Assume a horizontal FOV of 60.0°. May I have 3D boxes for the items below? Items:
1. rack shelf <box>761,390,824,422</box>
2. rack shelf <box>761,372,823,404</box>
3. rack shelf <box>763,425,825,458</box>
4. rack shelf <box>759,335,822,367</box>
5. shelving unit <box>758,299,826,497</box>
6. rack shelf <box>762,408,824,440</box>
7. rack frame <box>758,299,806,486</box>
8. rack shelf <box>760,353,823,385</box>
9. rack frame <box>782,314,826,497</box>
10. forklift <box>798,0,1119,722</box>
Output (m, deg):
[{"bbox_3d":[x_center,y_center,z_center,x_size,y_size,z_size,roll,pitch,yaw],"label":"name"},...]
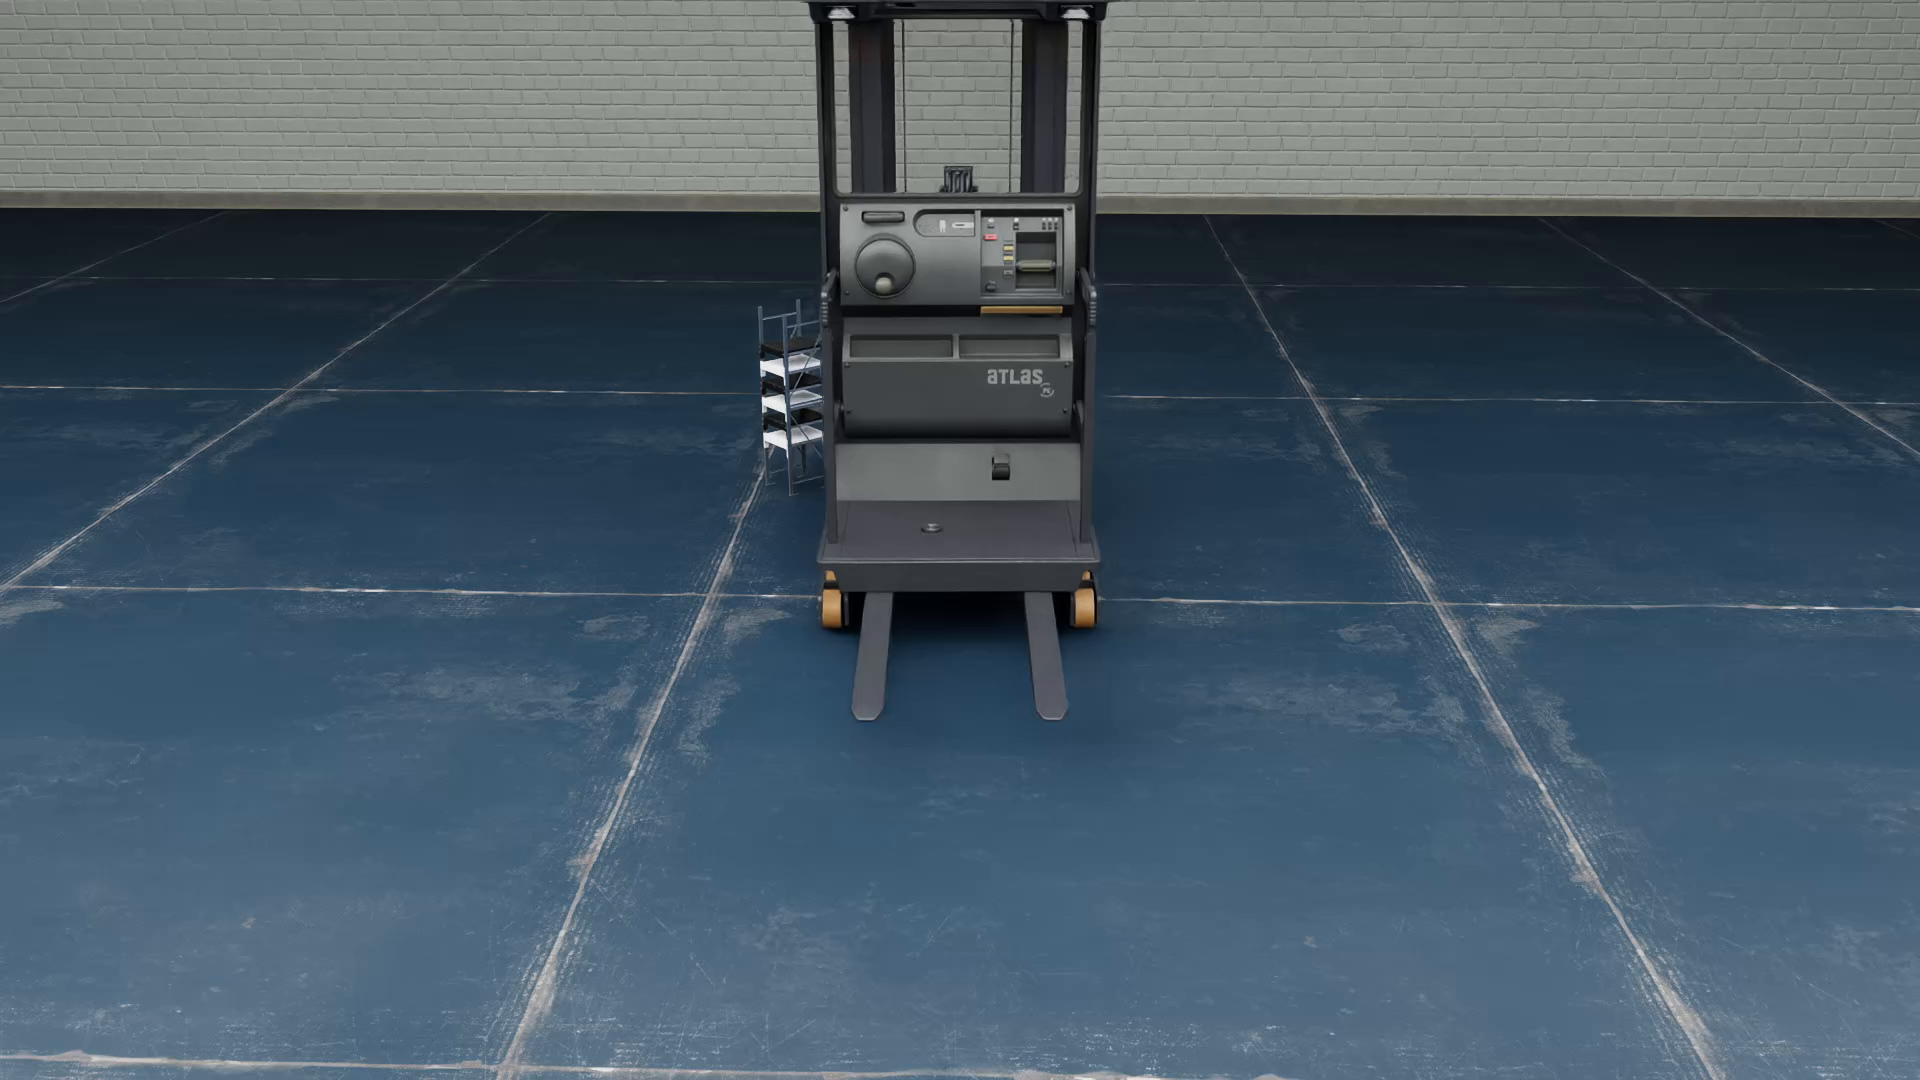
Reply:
[{"bbox_3d":[-0.800,-0.656,8.068,0.258,0.077,0.200,-17,27,-37],"label":"rack shelf"},{"bbox_3d":[-0.800,-0.740,8.035,0.258,0.077,0.200,-17,27,-37],"label":"rack shelf"},{"bbox_3d":[-0.800,-0.488,8.133,0.258,0.077,0.200,-17,27,-37],"label":"rack shelf"},{"bbox_3d":[-0.800,-0.908,7.970,0.258,0.077,0.200,-17,27,-37],"label":"rack shelf"},{"bbox_3d":[-0.800,-0.687,8.056,0.258,0.900,0.210,-17,27,-37],"label":"shelving unit"},{"bbox_3d":[-0.800,-0.572,8.100,0.258,0.077,0.200,-17,27,-37],"label":"rack shelf"},{"bbox_3d":[-0.866,-0.715,8.128,0.240,0.900,0.006,-17,27,-37],"label":"rack frame"},{"bbox_3d":[-0.800,-0.824,8.003,0.258,0.077,0.200,-17,27,-37],"label":"rack shelf"},{"bbox_3d":[-0.735,-0.659,7.983,0.240,0.900,0.006,-17,27,-37],"label":"rack frame"},{"bbox_3d":[-0.006,-1.122,6.369,1.130,2.935,3.031,0,21,0],"label":"forklift"}]
